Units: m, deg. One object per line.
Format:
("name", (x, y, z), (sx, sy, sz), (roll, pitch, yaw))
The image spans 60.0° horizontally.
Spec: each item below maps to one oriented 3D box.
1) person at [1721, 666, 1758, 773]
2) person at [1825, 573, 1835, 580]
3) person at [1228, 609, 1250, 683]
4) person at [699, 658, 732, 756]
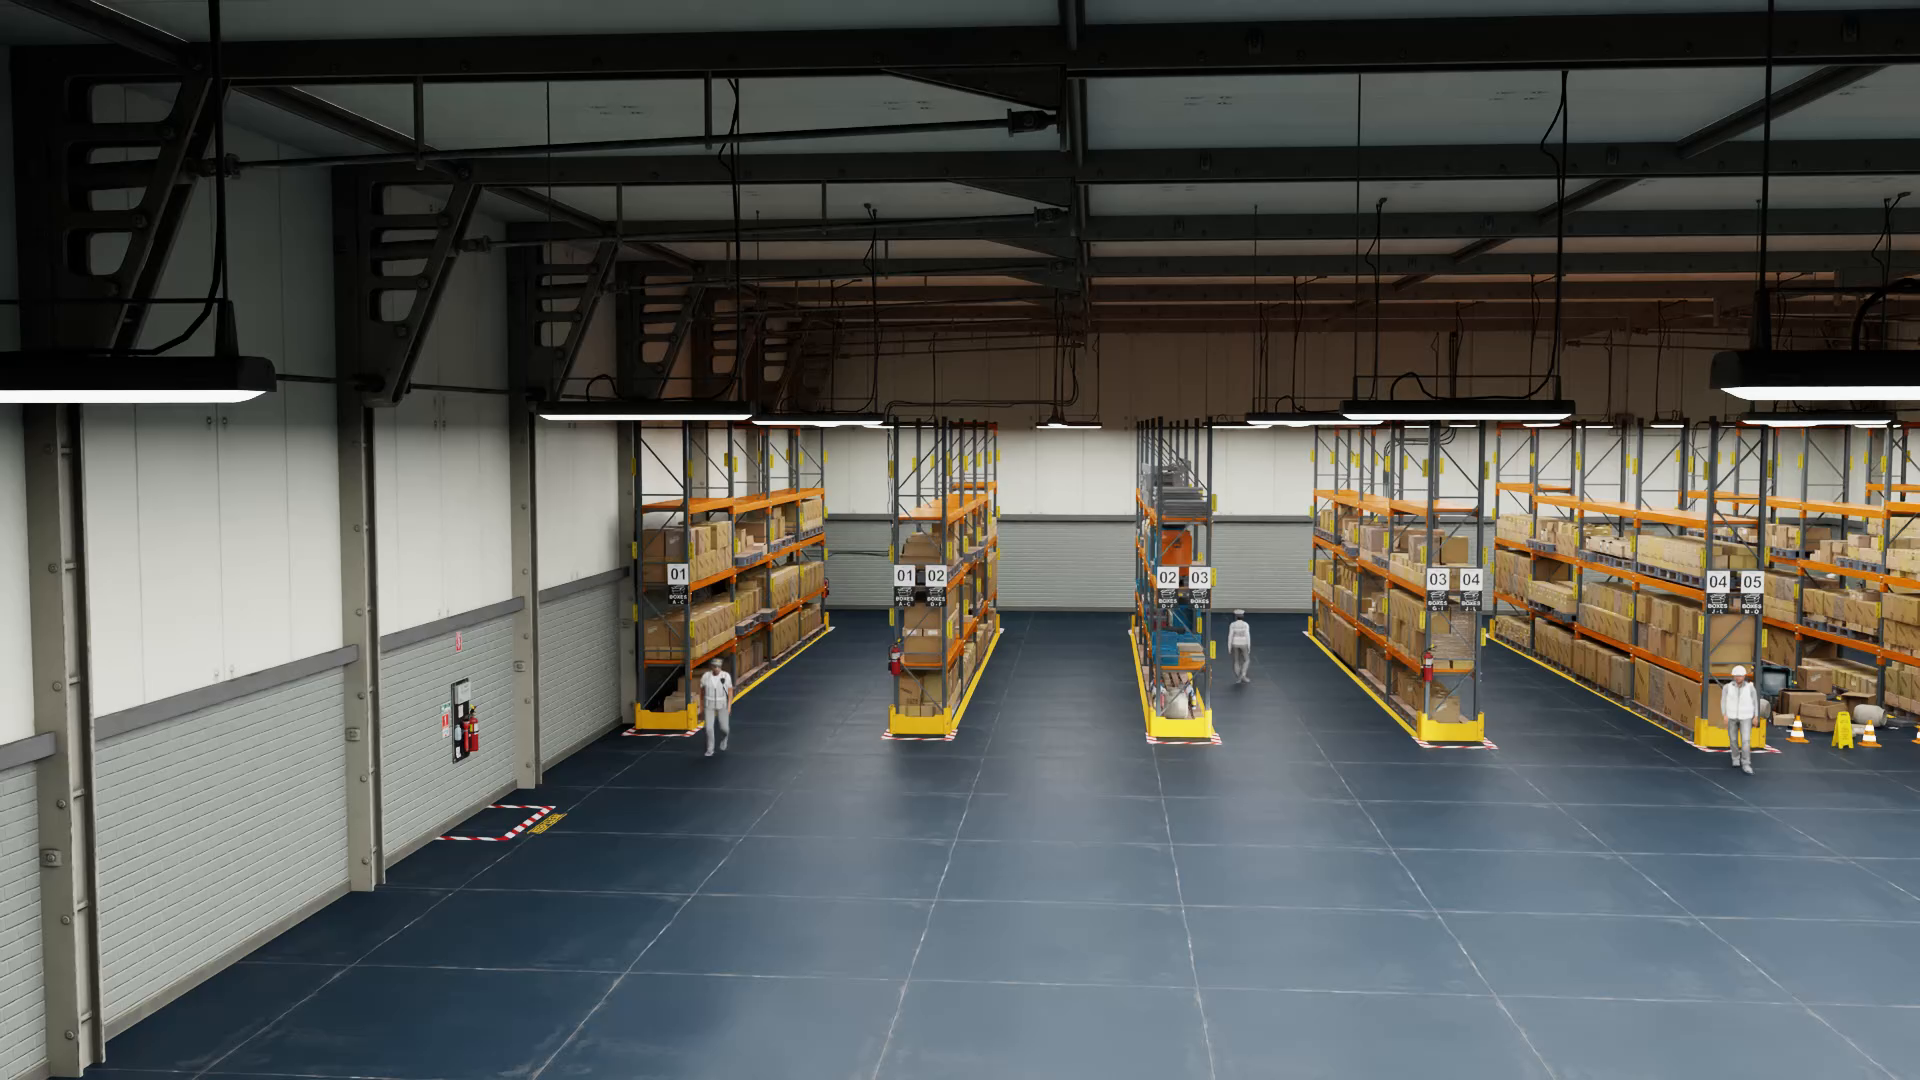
("person", (13.148, 2.994, 28.082), (0.573, 1.736, 0.888), (2, 4, 32))
("person", (24.458, 1.801, 46.654), (0.990, 1.752, 0.566), (0, 4, 1))
("person", (6.343, 2.424, 37.778), (0.517, 1.678, 0.513), (1, 4, 13))
("person", (-4.342, 2.935, 29.566), (0.587, 1.733, 0.628), (0, 4, -7))
